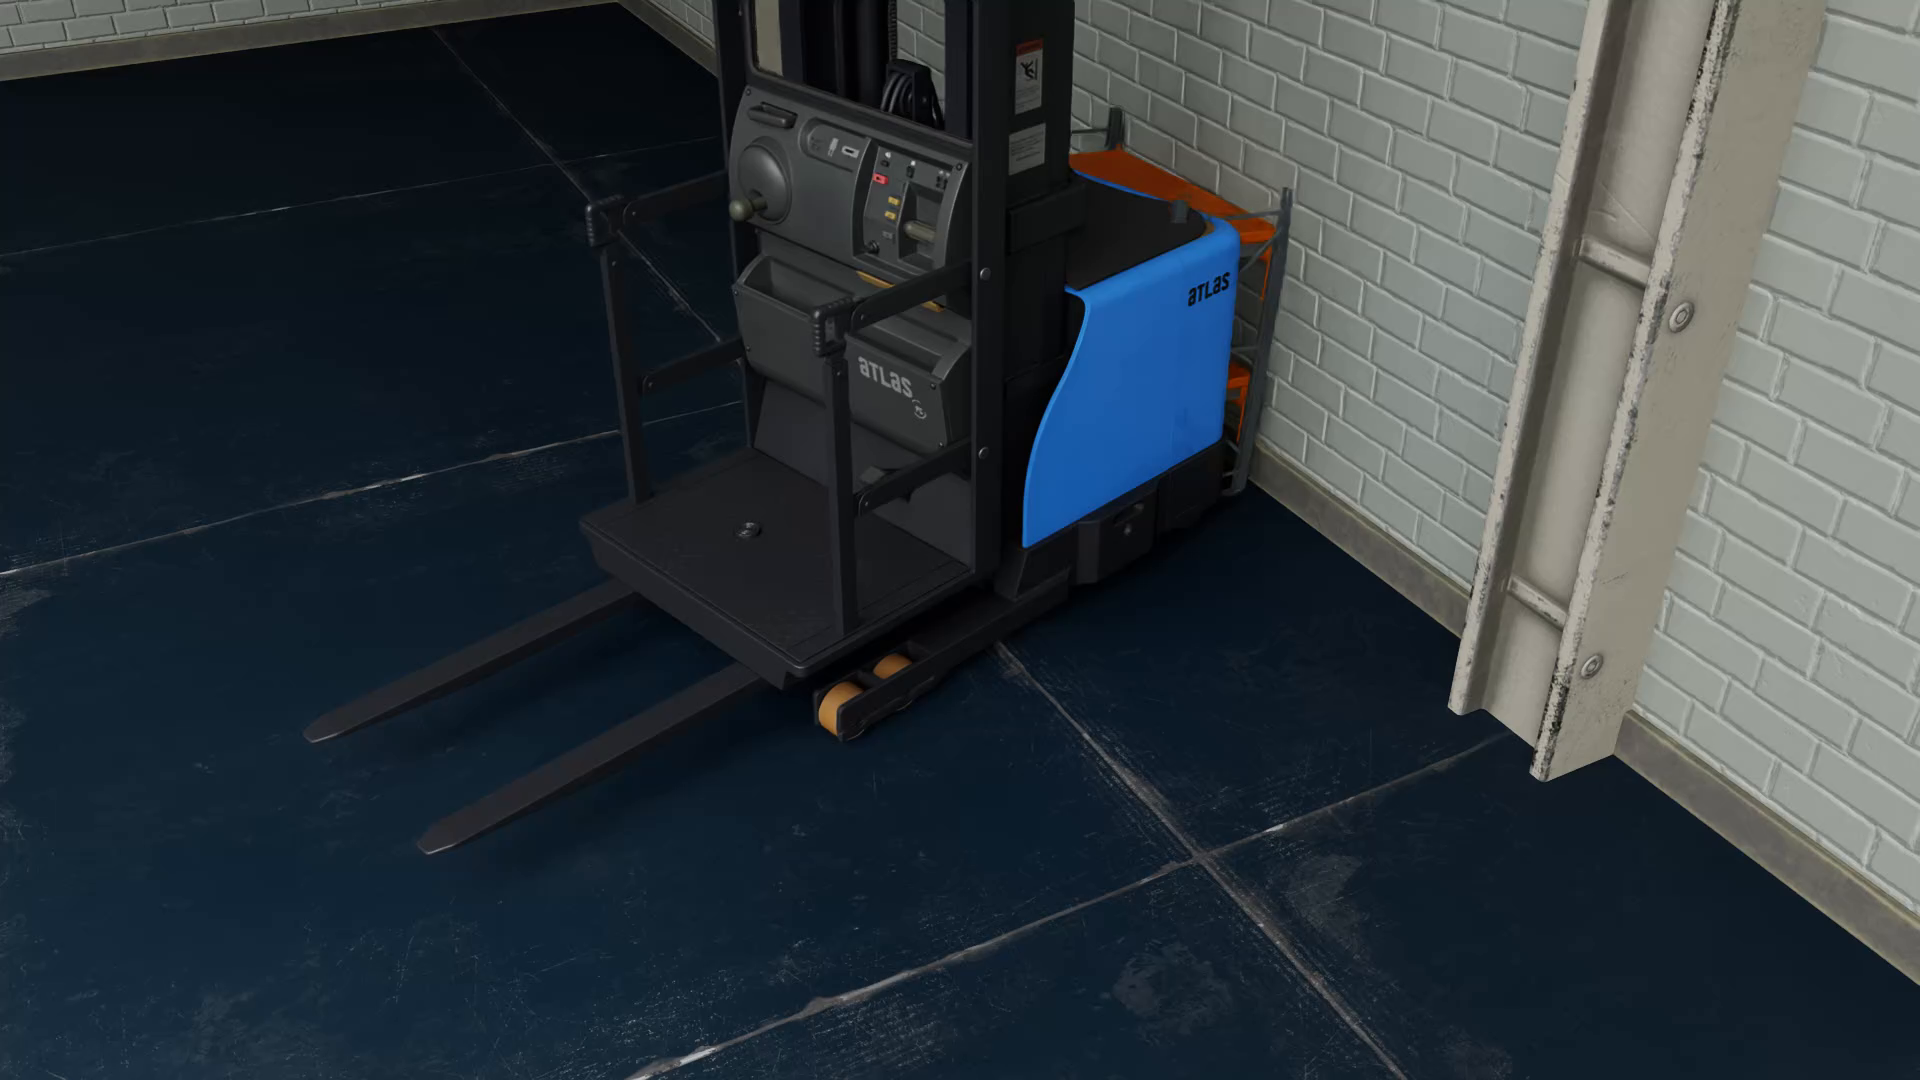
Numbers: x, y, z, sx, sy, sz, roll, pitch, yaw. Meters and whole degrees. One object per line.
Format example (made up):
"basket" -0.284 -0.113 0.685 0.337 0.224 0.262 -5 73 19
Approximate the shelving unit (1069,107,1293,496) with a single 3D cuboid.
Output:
"shelving unit" 0.602 -0.861 6.039 0.538 1.125 1.048 -12 33 -28

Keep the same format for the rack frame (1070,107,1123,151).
"rack frame" 0.348 -1.091 6.415 0.500 1.125 0.032 -12 33 -28

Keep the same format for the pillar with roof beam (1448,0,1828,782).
"pillar with roof beam" -2.124 -2.156 0.773 9.100 9.000 0.400 -16 36 -23

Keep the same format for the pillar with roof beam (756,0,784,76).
"pillar with roof beam" -4.922 -5.019 5.243 9.100 9.000 0.400 -16 36 -23

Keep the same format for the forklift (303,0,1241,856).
"forklift" -0.479 -0.969 4.545 3.031 2.935 1.130 -28 42 -36

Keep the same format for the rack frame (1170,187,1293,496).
"rack frame" 0.855 -0.630 5.664 0.500 1.125 0.032 -12 33 -28

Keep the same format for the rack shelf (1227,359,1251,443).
"rack shelf" 0.583 -0.647 6.158 0.538 0.278 1.000 -12 33 -28

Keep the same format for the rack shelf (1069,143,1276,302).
"rack shelf" 0.624 -1.116 5.898 0.538 0.278 1.000 -12 33 -28
